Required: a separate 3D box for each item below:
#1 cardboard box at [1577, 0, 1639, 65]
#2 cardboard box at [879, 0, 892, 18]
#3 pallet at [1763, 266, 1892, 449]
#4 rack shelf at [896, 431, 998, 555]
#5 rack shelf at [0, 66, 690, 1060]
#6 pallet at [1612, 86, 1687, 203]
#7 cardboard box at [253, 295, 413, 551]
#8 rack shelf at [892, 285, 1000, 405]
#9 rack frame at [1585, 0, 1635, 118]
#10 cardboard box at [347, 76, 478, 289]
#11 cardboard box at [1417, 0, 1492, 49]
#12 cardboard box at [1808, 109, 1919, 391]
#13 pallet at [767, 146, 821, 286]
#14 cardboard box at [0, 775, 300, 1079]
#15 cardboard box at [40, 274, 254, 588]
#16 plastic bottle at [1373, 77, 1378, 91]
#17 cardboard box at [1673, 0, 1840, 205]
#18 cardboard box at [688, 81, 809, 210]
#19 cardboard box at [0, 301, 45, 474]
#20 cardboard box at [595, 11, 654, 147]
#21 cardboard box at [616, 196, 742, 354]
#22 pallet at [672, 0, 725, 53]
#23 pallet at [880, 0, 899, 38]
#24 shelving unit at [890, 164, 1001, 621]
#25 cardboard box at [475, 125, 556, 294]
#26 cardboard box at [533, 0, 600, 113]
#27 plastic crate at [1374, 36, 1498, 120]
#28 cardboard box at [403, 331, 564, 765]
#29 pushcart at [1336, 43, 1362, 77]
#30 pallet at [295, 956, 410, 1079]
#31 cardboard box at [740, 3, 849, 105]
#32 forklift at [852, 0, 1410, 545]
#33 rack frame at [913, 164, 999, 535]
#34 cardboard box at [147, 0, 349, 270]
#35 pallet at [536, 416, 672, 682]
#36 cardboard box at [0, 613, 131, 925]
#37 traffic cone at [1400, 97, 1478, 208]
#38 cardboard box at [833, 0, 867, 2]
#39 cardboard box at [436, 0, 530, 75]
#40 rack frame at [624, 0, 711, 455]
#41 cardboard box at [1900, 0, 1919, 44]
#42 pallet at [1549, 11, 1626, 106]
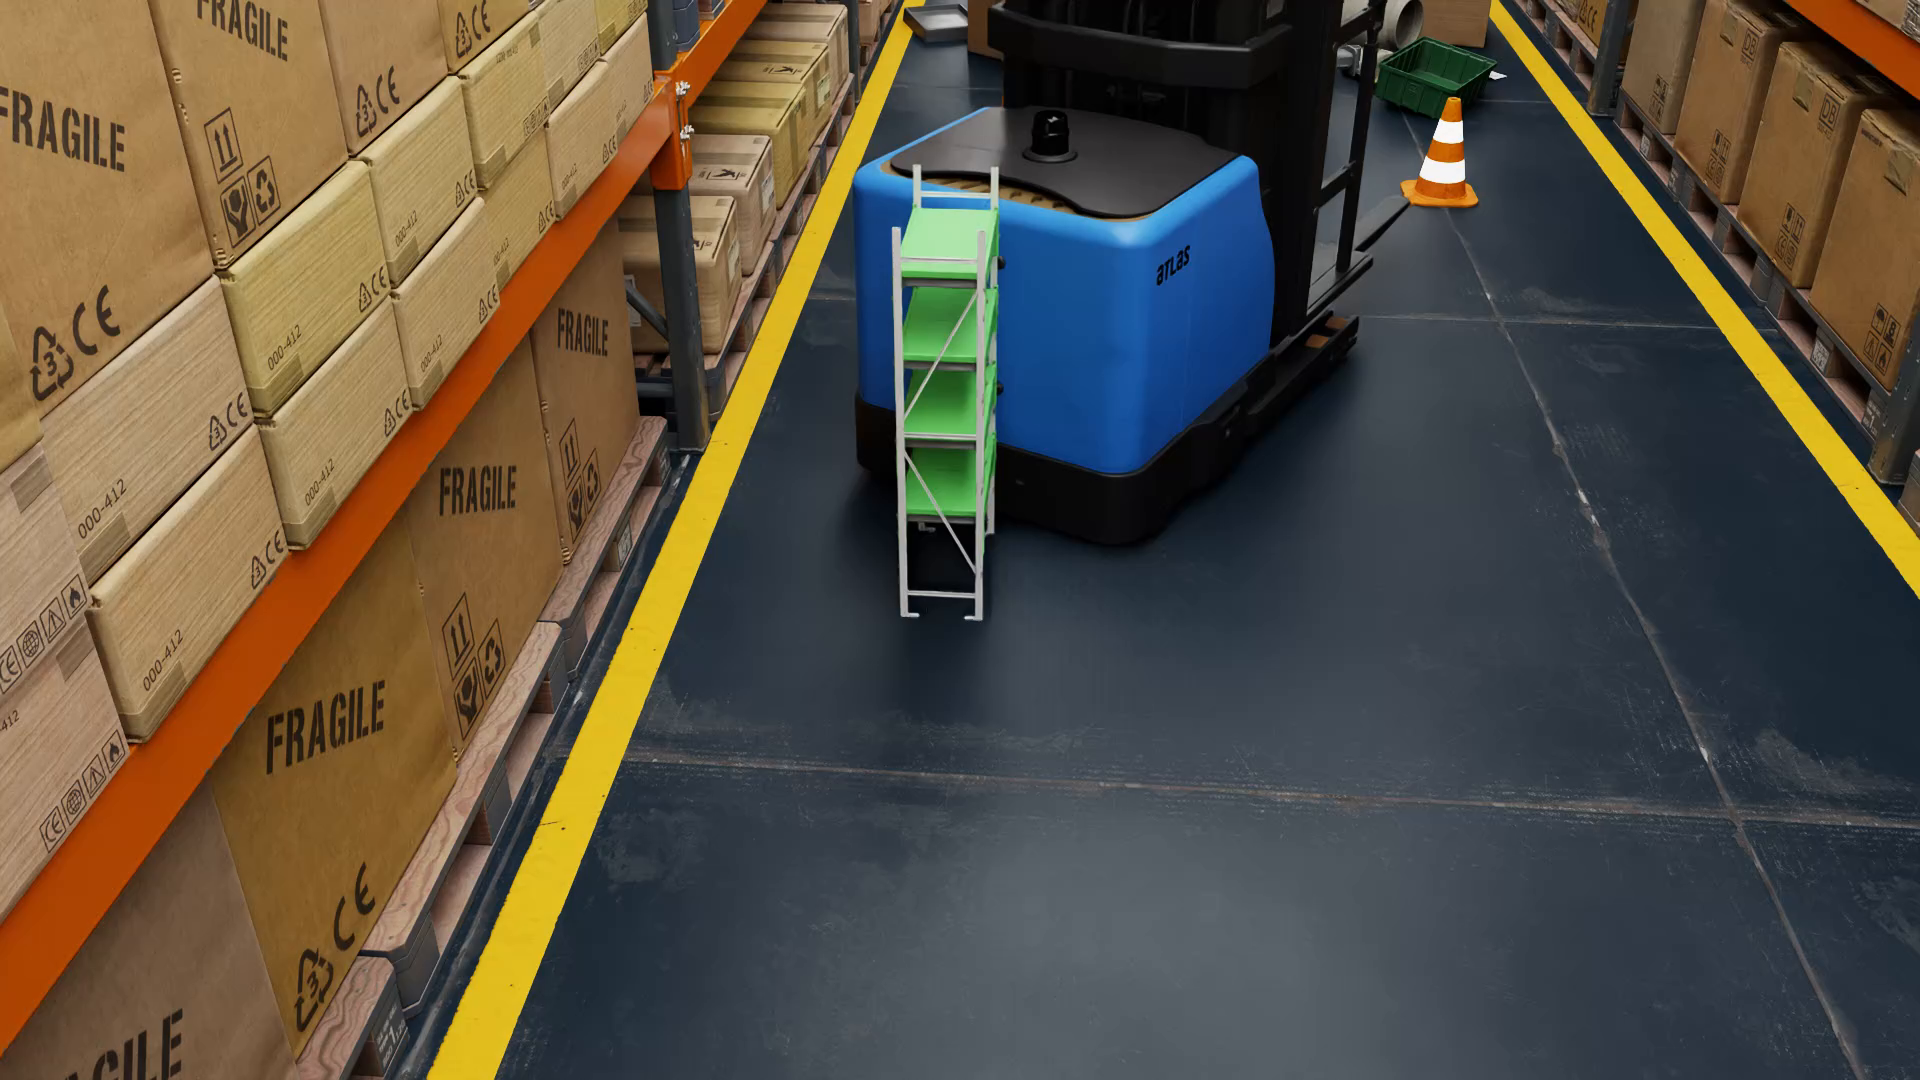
[{"bbox_3d":[4.013,-3.157,9.139,0.875,0.875,0.875,3,32,5],"label":"cardboard box"},{"bbox_3d":[-0.700,-3.300,9.967,0.500,0.250,0.500,4,32,7],"label":"cardboard box"},{"bbox_3d":[3.706,-0.687,6.164,1.003,0.211,1.213,2,32,4],"label":"pallet"},{"bbox_3d":[-0.033,-0.151,4.931,0.258,0.148,0.480,3,32,4],"label":"rack shelf"},{"bbox_3d":[-1.538,-0.272,3.518,1.077,0.370,4.000,2,32,4],"label":"rack shelf"},{"bbox_3d":[3.905,-1.963,8.234,1.003,0.211,1.213,2,32,4],"label":"pallet"},{"bbox_3d":[-1.304,-0.225,2.899,0.500,0.250,0.500,2,32,4],"label":"cardboard box"},{"bbox_3d":[-0.033,-0.560,4.679,0.258,0.148,0.480,3,32,4],"label":"rack shelf"},{"bbox_3d":[3.892,-3.557,8.163,1.000,3.000,0.127,2,32,4],"label":"rack frame"},{"bbox_3d":[-1.263,-0.700,3.194,0.500,0.250,0.500,2,32,2],"label":"cardboard box"},{"bbox_3d":[2.996,-3.349,10.206,0.500,0.500,0.500,8,32,12],"label":"cardboard box"},{"bbox_3d":[3.706,-1.001,5.759,1.050,0.750,0.750,2,32,3],"label":"cardboard box"},{"bbox_3d":[-1.208,-1.482,7.453,1.003,0.211,1.213,2,32,4],"label":"pallet"},{"bbox_3d":[-1.730,0.866,2.611,0.875,0.875,0.875,3,32,6],"label":"cardboard box"},{"bbox_3d":[-1.369,-0.173,2.338,0.500,0.250,0.500,3,32,5],"label":"cardboard box"},{"bbox_3d":[2.411,-2.515,9.273,0.133,0.061,0.283,-14,34,-21],"label":"plastic bottle"},{"bbox_3d":[3.849,-1.945,7.291,1.050,0.750,0.750,2,32,4],"label":"cardboard box"},{"bbox_3d":[-1.200,-1.761,7.354,0.950,0.372,0.625,3,32,6],"label":"cardboard box"},{"bbox_3d":[-1.378,-0.218,1.697,0.500,0.500,0.500,3,32,5],"label":"cardboard box"},{"bbox_3d":[-1.157,-1.285,4.618,0.500,0.250,0.500,1,32,2],"label":"cardboard box"},{"bbox_3d":[-1.319,-0.979,6.084,0.950,0.372,0.625,0,32,1],"label":"cardboard box"},{"bbox_3d":[-1.423,-1.919,5.688,1.213,0.211,1.003,2,32,4],"label":"pallet"},{"bbox_3d":[-0.933,-3.521,10.762,1.003,0.211,1.213,2,32,4],"label":"pallet"},{"bbox_3d":[-0.033,-0.410,4.771,0.258,1.200,0.503,3,32,4],"label":"shelving unit"},{"bbox_3d":[-1.240,-0.754,3.758,0.500,0.250,0.500,2,32,3],"label":"cardboard box"},{"bbox_3d":[-1.199,-1.240,4.070,0.500,0.250,0.500,2,32,3],"label":"cardboard box"},{"bbox_3d":[2.601,-2.531,9.124,0.450,0.188,0.662,29,41,23],"label":"plastic crate"},{"bbox_3d":[-1.591,-0.074,4.136,0.875,0.875,0.875,3,32,5],"label":"cardboard box"},{"bbox_3d":[1.227,-2.528,8.992,1.648,0.377,0.936,-8,33,-13],"label":"pushcart"},{"bbox_3d":[-1.713,1.248,3.023,1.003,0.211,1.213,2,32,4],"label":"pallet"},{"bbox_3d":[-1.090,-2.501,8.554,0.950,0.372,0.625,3,32,5],"label":"cardboard box"},{"bbox_3d":[0.868,-1.969,5.651,1.130,2.935,3.031,18,36,27],"label":"forklift"},{"bbox_3d":[-0.012,-0.537,4.978,0.240,1.200,0.015,3,32,4],"label":"rack frame"},{"bbox_3d":[-1.321,-0.748,2.556,0.500,0.500,0.500,2,32,3],"label":"cardboard box"},{"bbox_3d":[-1.514,-0.028,5.094,1.003,0.211,1.213,2,32,4],"label":"pallet"},{"bbox_3d":[-1.402,0.313,2.026,0.500,0.250,0.500,2,32,3],"label":"cardboard box"},{"bbox_3d":[2.278,-1.840,7.795,0.336,0.463,0.334,2,32,4],"label":"traffic cone"},{"bbox_3d":[-0.732,-3.340,9.316,0.500,0.500,0.500,4,32,6],"label":"cardboard box"},{"bbox_3d":[-1.237,-1.283,3.424,0.500,0.500,0.500,2,32,4],"label":"cardboard box"},{"bbox_3d":[-1.375,-1.624,5.026,1.000,3.000,0.127,2,32,4],"label":"rack frame"},{"bbox_3d":[3.336,-1.755,5.143,0.500,0.500,0.500,2,32,4],"label":"cardboard box"},{"bbox_3d":[4.032,-2.764,9.534,1.003,0.211,1.213,2,32,4],"label":"pallet"}]
